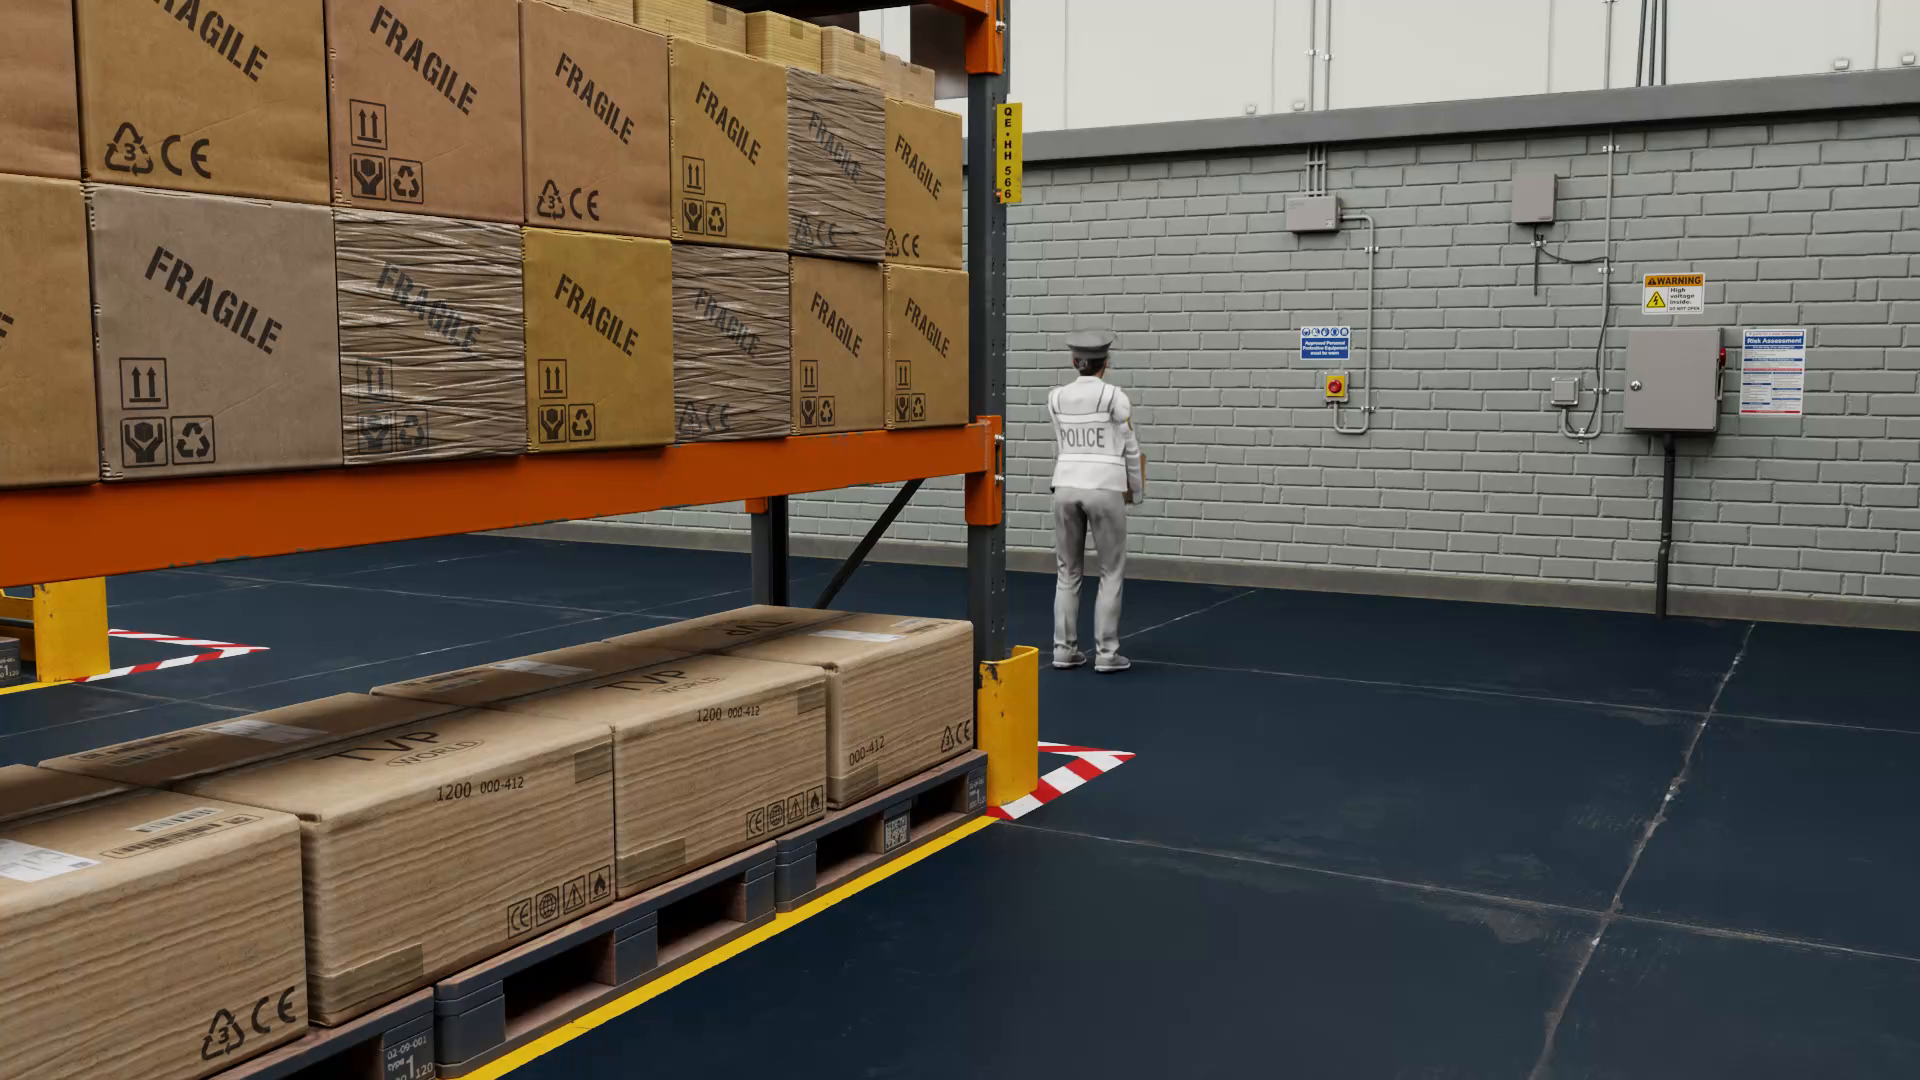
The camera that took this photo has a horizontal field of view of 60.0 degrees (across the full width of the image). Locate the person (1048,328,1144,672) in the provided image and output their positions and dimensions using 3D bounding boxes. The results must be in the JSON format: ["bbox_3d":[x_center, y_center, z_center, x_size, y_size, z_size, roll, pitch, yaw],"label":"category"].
[{"bbox_3d":[0.670,-0.203,8.229,0.416,1.684,0.530,3,7,28],"label":"person"}]
